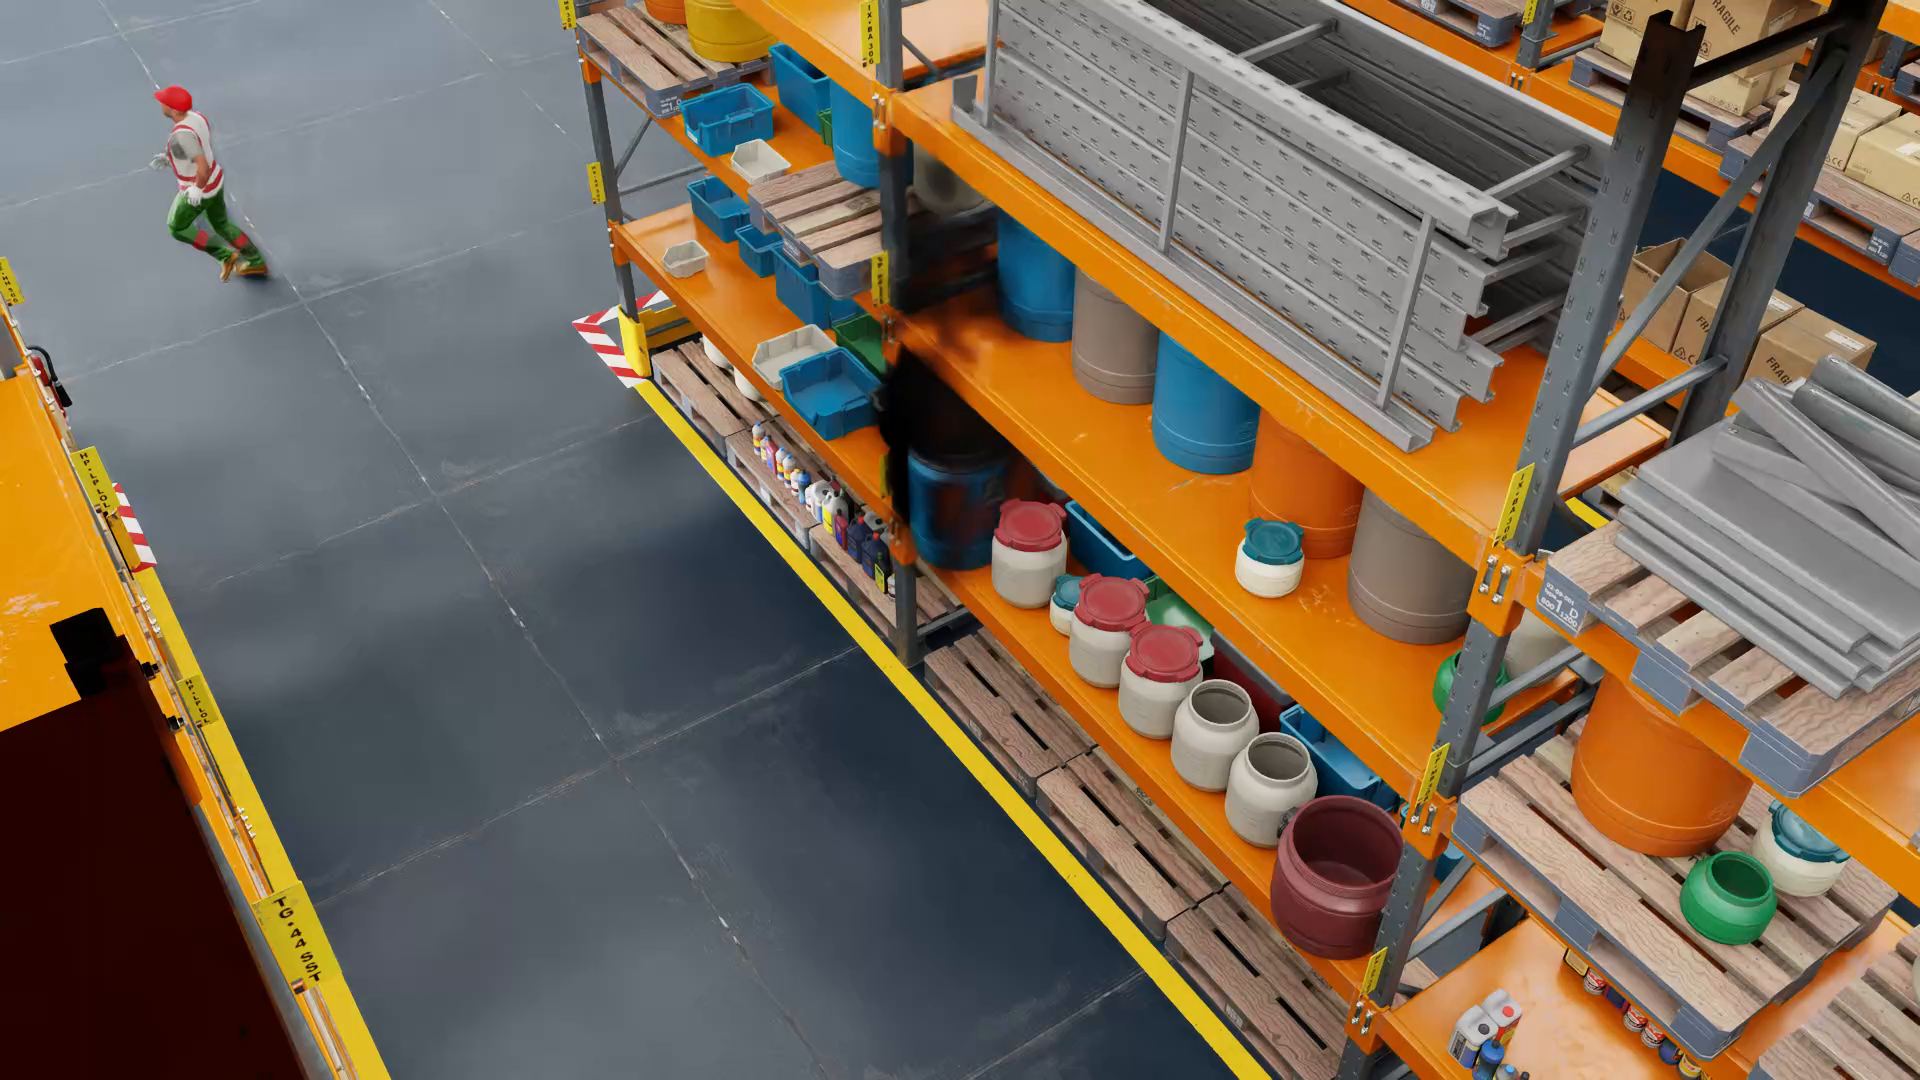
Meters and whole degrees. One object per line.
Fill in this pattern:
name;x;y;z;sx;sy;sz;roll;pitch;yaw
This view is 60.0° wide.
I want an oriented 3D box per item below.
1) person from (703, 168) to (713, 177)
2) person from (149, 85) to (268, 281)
person;-1.927;-3.155;13.877;1.048;1.748;0.769;20;46;21
person;-6.251;-2.886;13.586;0.679;1.740;0.640;0;43;0
